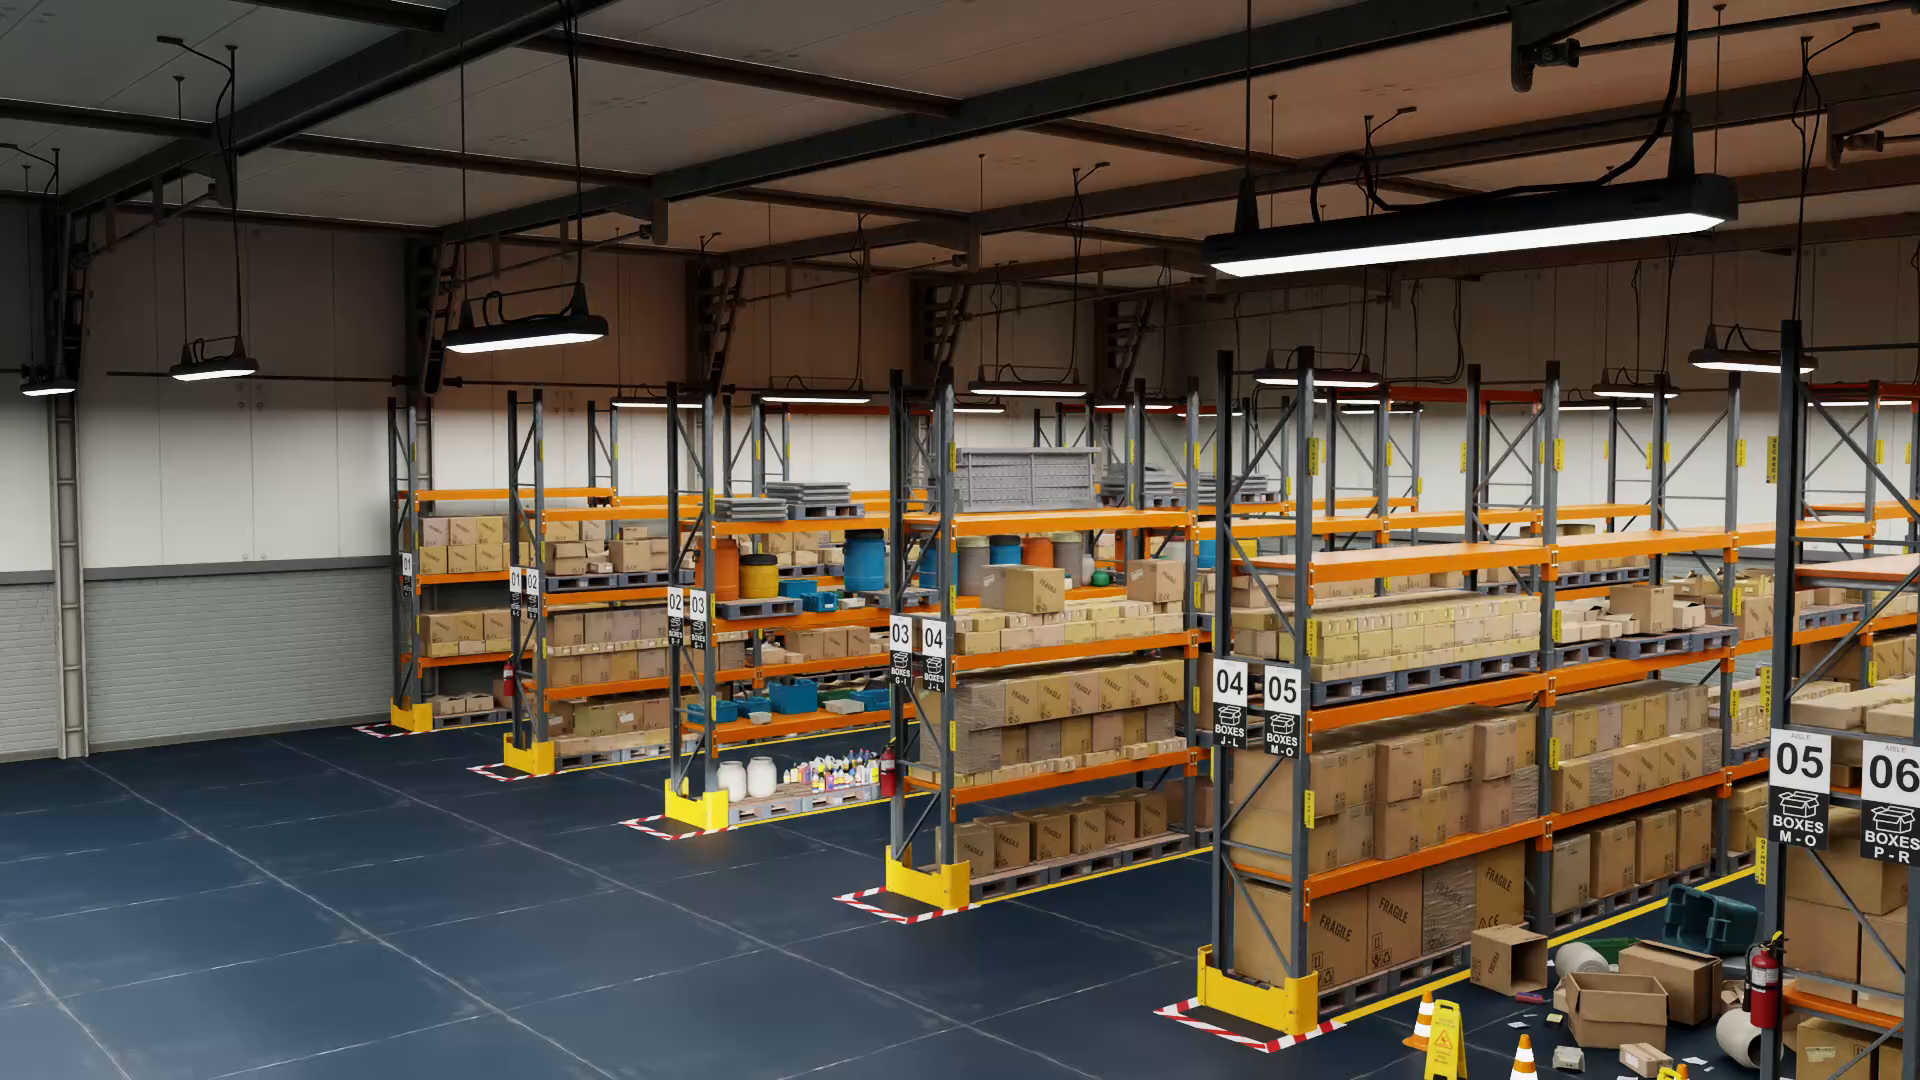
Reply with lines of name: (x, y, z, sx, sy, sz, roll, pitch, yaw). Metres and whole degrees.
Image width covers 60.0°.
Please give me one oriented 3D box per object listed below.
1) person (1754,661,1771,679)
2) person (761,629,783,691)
person: (12.983, 2.771, 26.914, 0.928, 1.643, 0.556, -2, 4, -35)
person: (-3.556, 2.505, 31.214, 0.504, 1.684, 0.362, -2, 4, -32)
